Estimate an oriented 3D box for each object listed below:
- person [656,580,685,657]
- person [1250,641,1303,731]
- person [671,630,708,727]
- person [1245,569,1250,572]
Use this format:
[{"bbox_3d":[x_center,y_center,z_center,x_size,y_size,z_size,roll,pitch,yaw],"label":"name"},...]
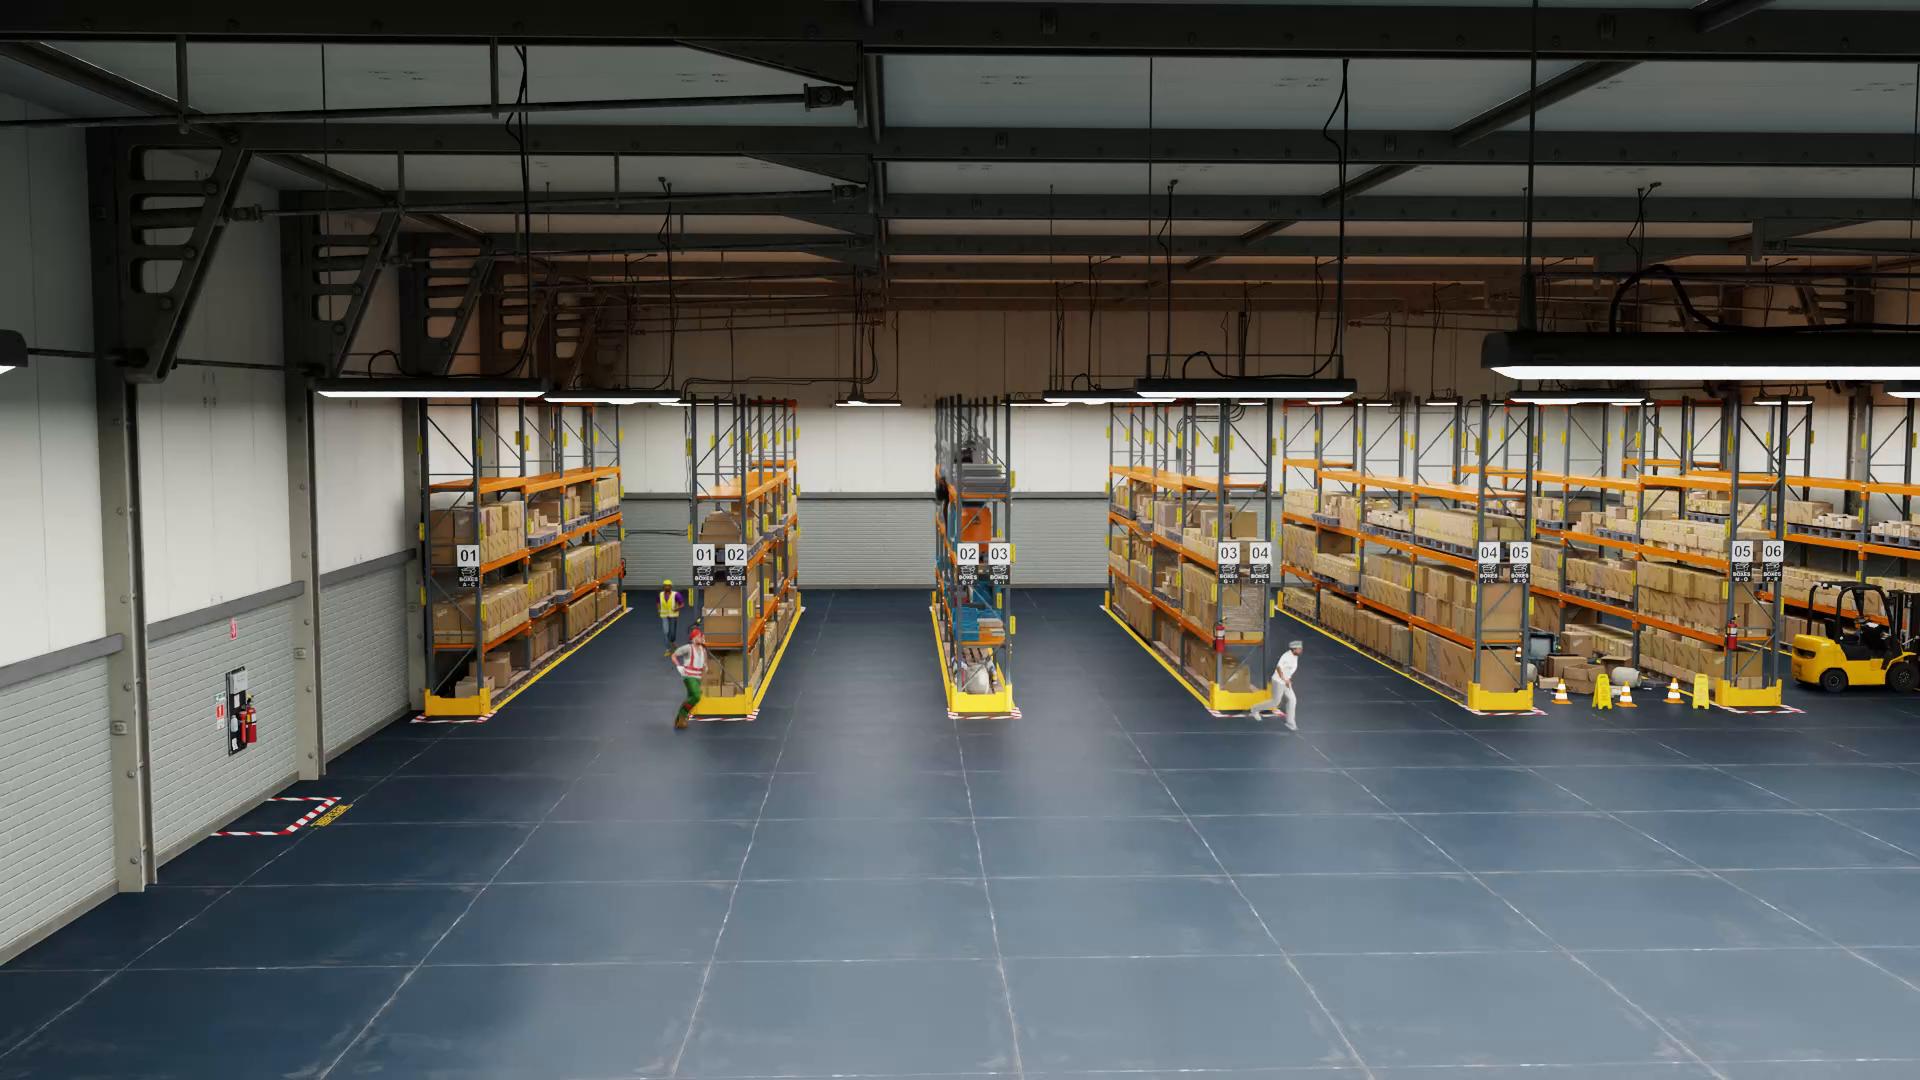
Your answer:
[{"bbox_3d":[-6.755,1.806,38.722,0.689,1.767,0.852,0,4,0],"label":"person"},{"bbox_3d":[5.695,2.602,29.900,0.951,1.643,0.596,2,5,24],"label":"person"},{"bbox_3d":[-4.796,2.488,29.977,0.598,1.737,0.676,3,5,31],"label":"person"},{"bbox_3d":[8.005,1.154,47.515,0.716,1.679,0.617,1,5,18],"label":"person"}]
